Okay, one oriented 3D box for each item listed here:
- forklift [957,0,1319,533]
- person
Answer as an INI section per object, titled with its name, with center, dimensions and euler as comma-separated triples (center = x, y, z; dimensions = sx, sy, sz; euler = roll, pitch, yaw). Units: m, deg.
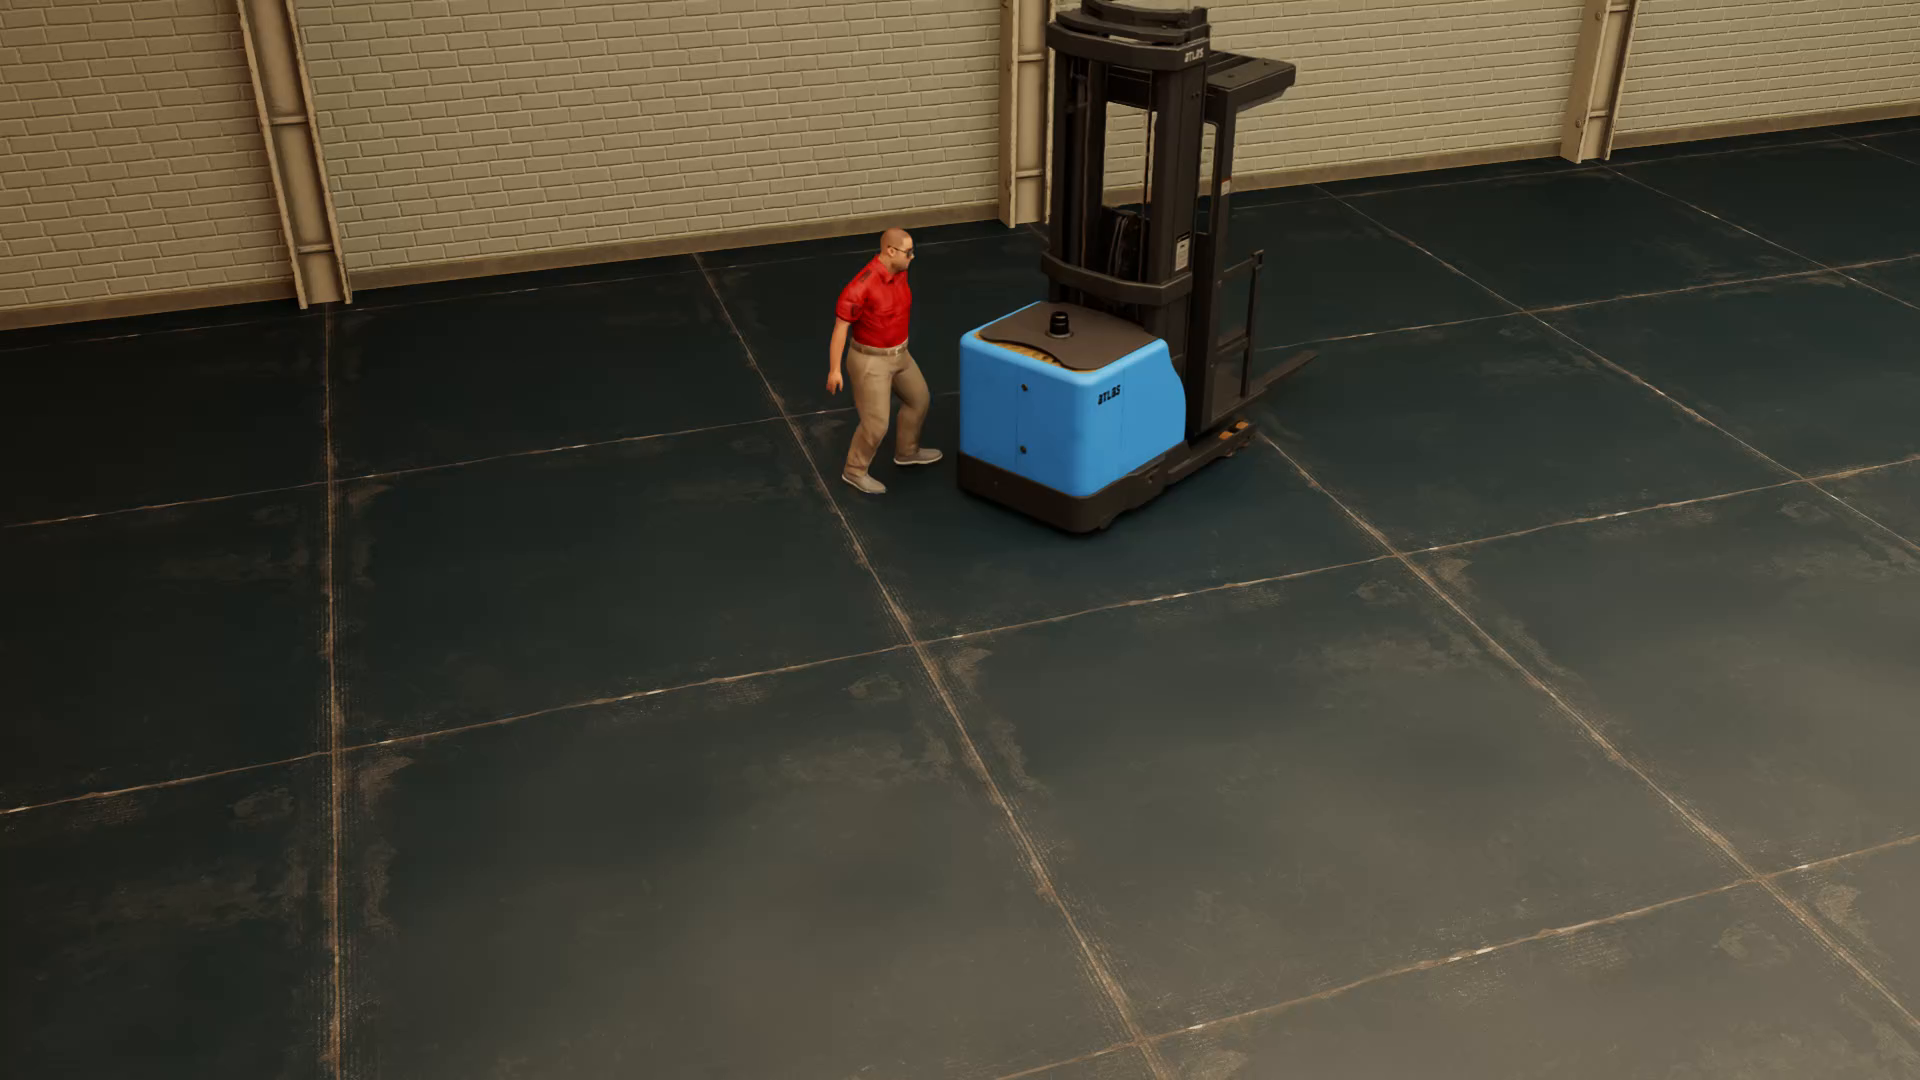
[forklift]
center = 1.328, -1.968, 10.507
dimensions = 1.130, 2.935, 3.031
euler = 24, 37, 35
[person]
center = -0.483, -1.123, 10.305
dimensions = 0.416, 1.702, 0.885
euler = 19, 35, 29
